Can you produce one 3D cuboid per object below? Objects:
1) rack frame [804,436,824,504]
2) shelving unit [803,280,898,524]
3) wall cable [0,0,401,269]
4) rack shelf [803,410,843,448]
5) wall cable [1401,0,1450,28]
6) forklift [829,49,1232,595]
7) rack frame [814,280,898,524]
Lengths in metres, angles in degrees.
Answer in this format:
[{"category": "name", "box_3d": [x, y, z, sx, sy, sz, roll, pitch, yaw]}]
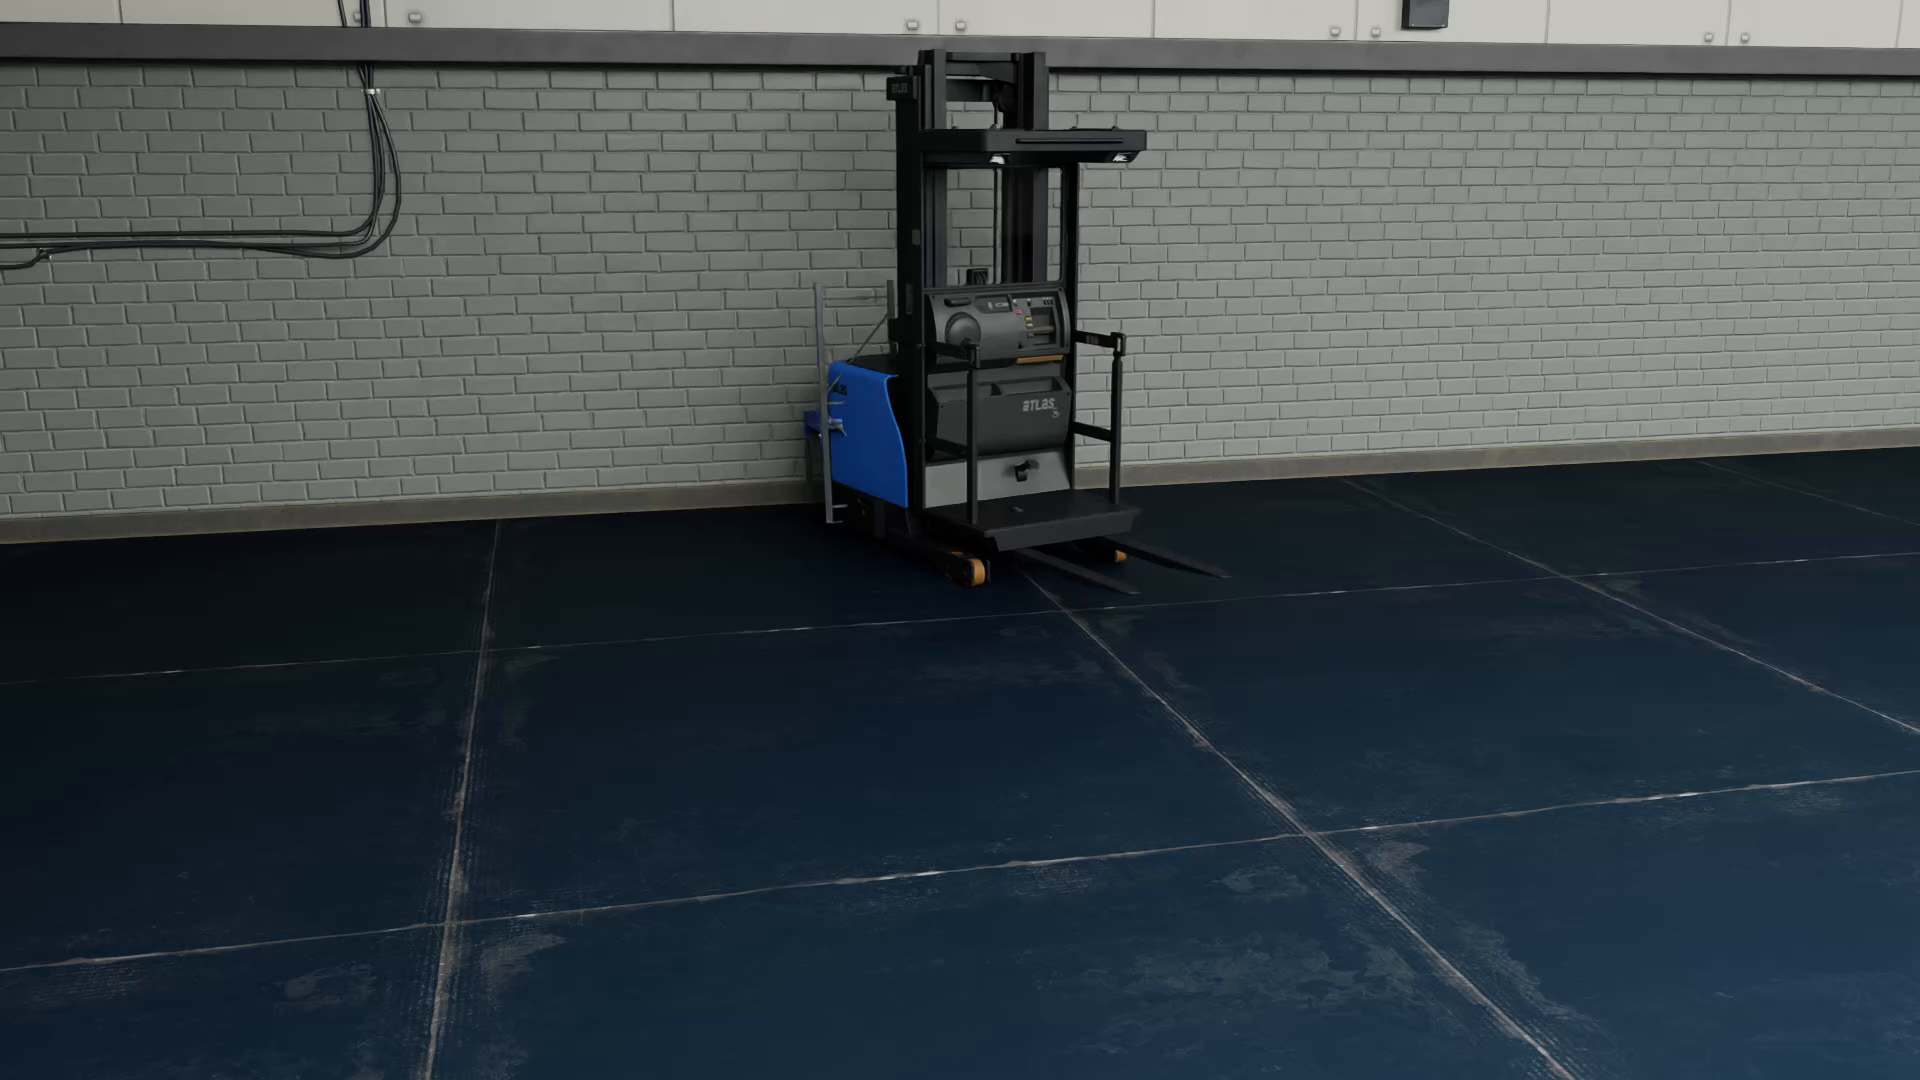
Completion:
[{"category": "rack frame", "box_3d": [-0.836, -0.998, 11.411, 0.500, 1.500, 0.032, -4, 8, -11]}, {"category": "shelving unit", "box_3d": [-0.732, -0.931, 10.918, 0.538, 1.500, 1.048, -4, 8, -11]}, {"category": "wall cable", "box_3d": [-4.987, -2.886, 9.821, 3.097, 2.526, 0.112, -3, 14, -13]}, {"category": "rack shelf", "box_3d": [-0.725, -0.753, 10.943, 0.538, 0.185, 1.000, -4, 8, -11]}, {"category": "wall cable", "box_3d": [4.245, -6.572, 11.200, 2.305, 6.003, 0.169, -3, 14, -13]}, {"category": "forklift", "box_3d": [0.349, -1.284, 9.508, 1.130, 2.935, 3.031, -8, 16, -31]}, {"category": "rack frame", "box_3d": [-0.628, -0.864, 10.425, 0.500, 1.500, 0.032, -4, 8, -11]}]
